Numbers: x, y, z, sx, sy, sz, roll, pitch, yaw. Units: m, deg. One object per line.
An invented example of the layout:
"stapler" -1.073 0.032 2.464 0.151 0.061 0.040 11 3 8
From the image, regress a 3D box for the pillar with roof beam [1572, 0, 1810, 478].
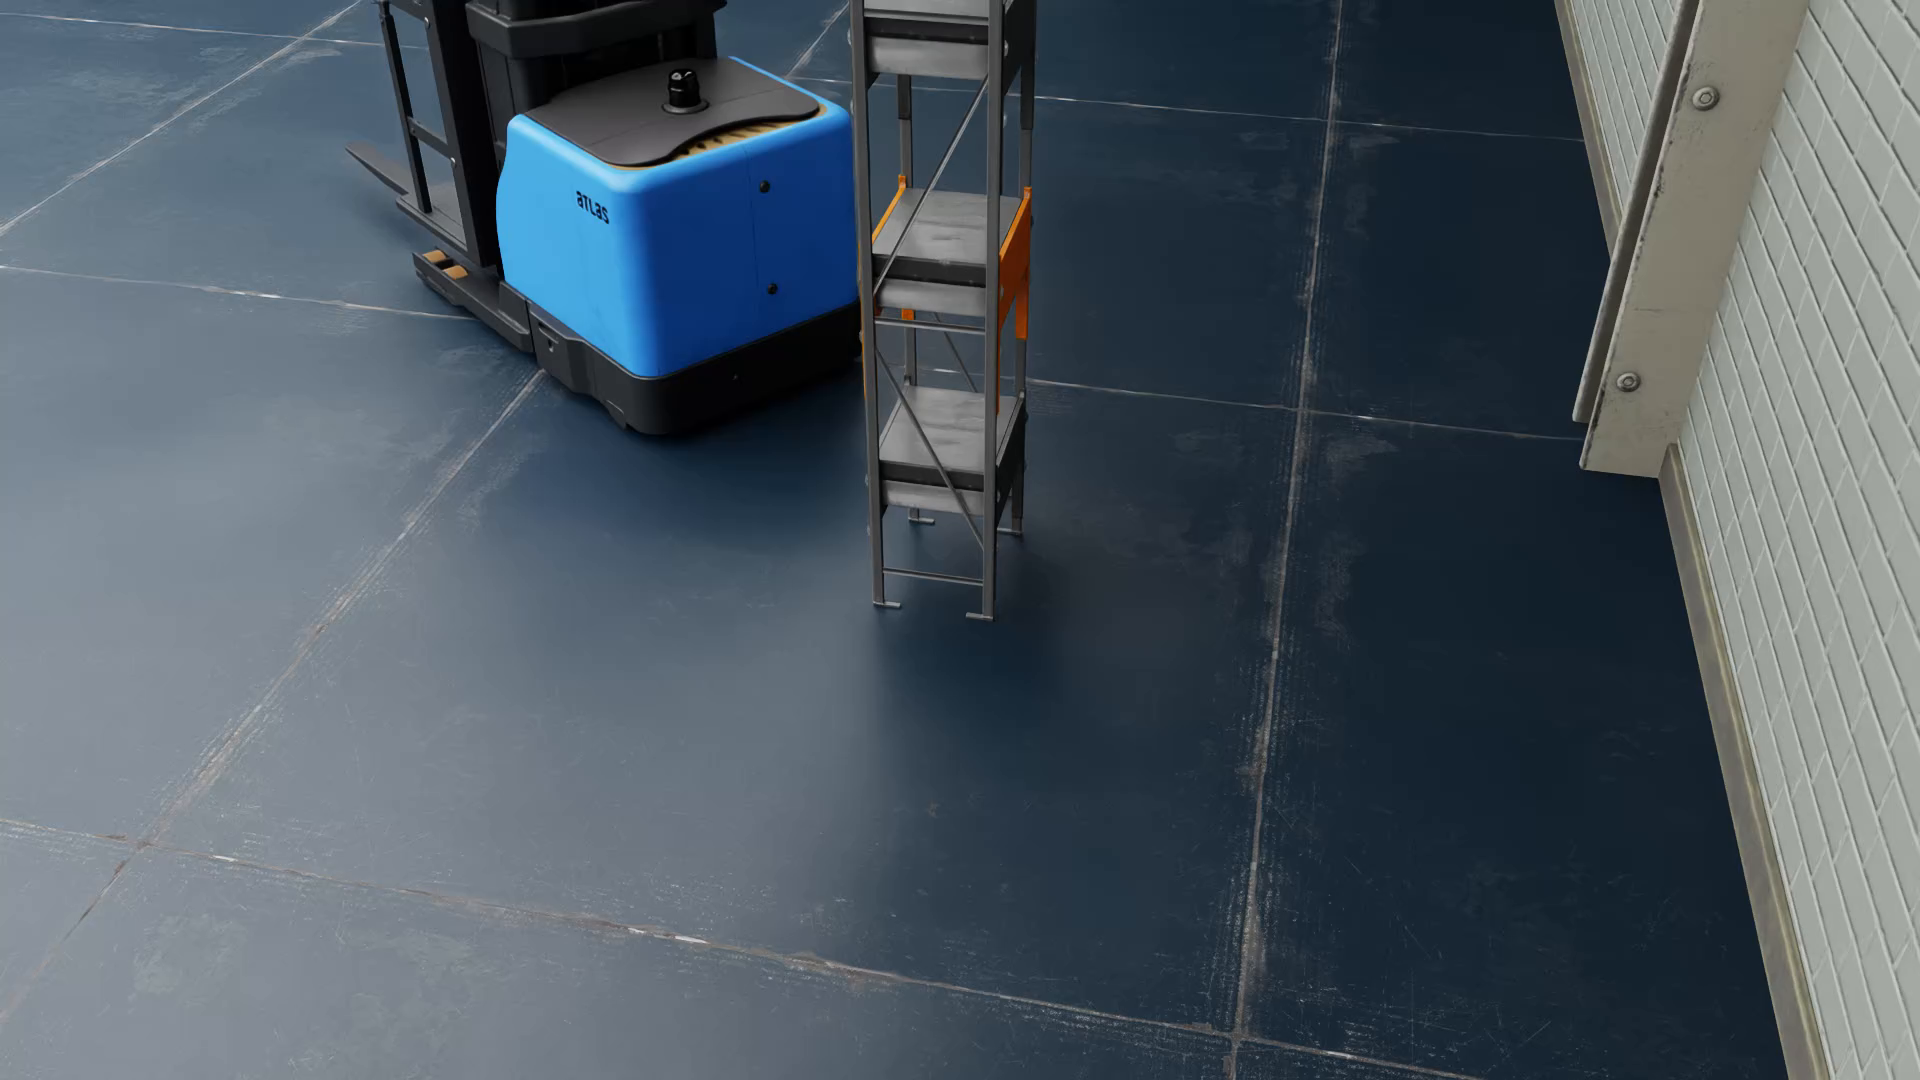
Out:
"pillar with roof beam" -1.732 -4.538 4.343 9.100 9.000 0.400 7 37 10

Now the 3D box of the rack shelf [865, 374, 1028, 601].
"rack shelf" -0.035 -0.177 5.422 0.431 0.518 0.480 7 37 10

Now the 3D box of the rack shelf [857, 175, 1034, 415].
"rack shelf" -0.035 -0.744 5.011 0.431 0.518 0.480 7 37 10

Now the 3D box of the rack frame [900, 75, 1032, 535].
"rack frame" 0.017 -0.895 5.196 0.400 2.100 0.015 7 37 10

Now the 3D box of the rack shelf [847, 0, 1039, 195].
"rack shelf" -0.035 -1.311 4.600 0.431 0.518 0.480 7 37 10

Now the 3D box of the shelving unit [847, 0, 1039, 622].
"shelving unit" -0.035 -0.755 5.003 0.431 2.100 0.503 7 37 10

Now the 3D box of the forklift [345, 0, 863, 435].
"forklift" -1.723 -2.366 6.517 1.130 2.935 3.031 -27 44 -32

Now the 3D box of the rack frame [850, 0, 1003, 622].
"rack frame" -0.087 -0.615 4.810 0.400 2.100 0.015 7 37 10
